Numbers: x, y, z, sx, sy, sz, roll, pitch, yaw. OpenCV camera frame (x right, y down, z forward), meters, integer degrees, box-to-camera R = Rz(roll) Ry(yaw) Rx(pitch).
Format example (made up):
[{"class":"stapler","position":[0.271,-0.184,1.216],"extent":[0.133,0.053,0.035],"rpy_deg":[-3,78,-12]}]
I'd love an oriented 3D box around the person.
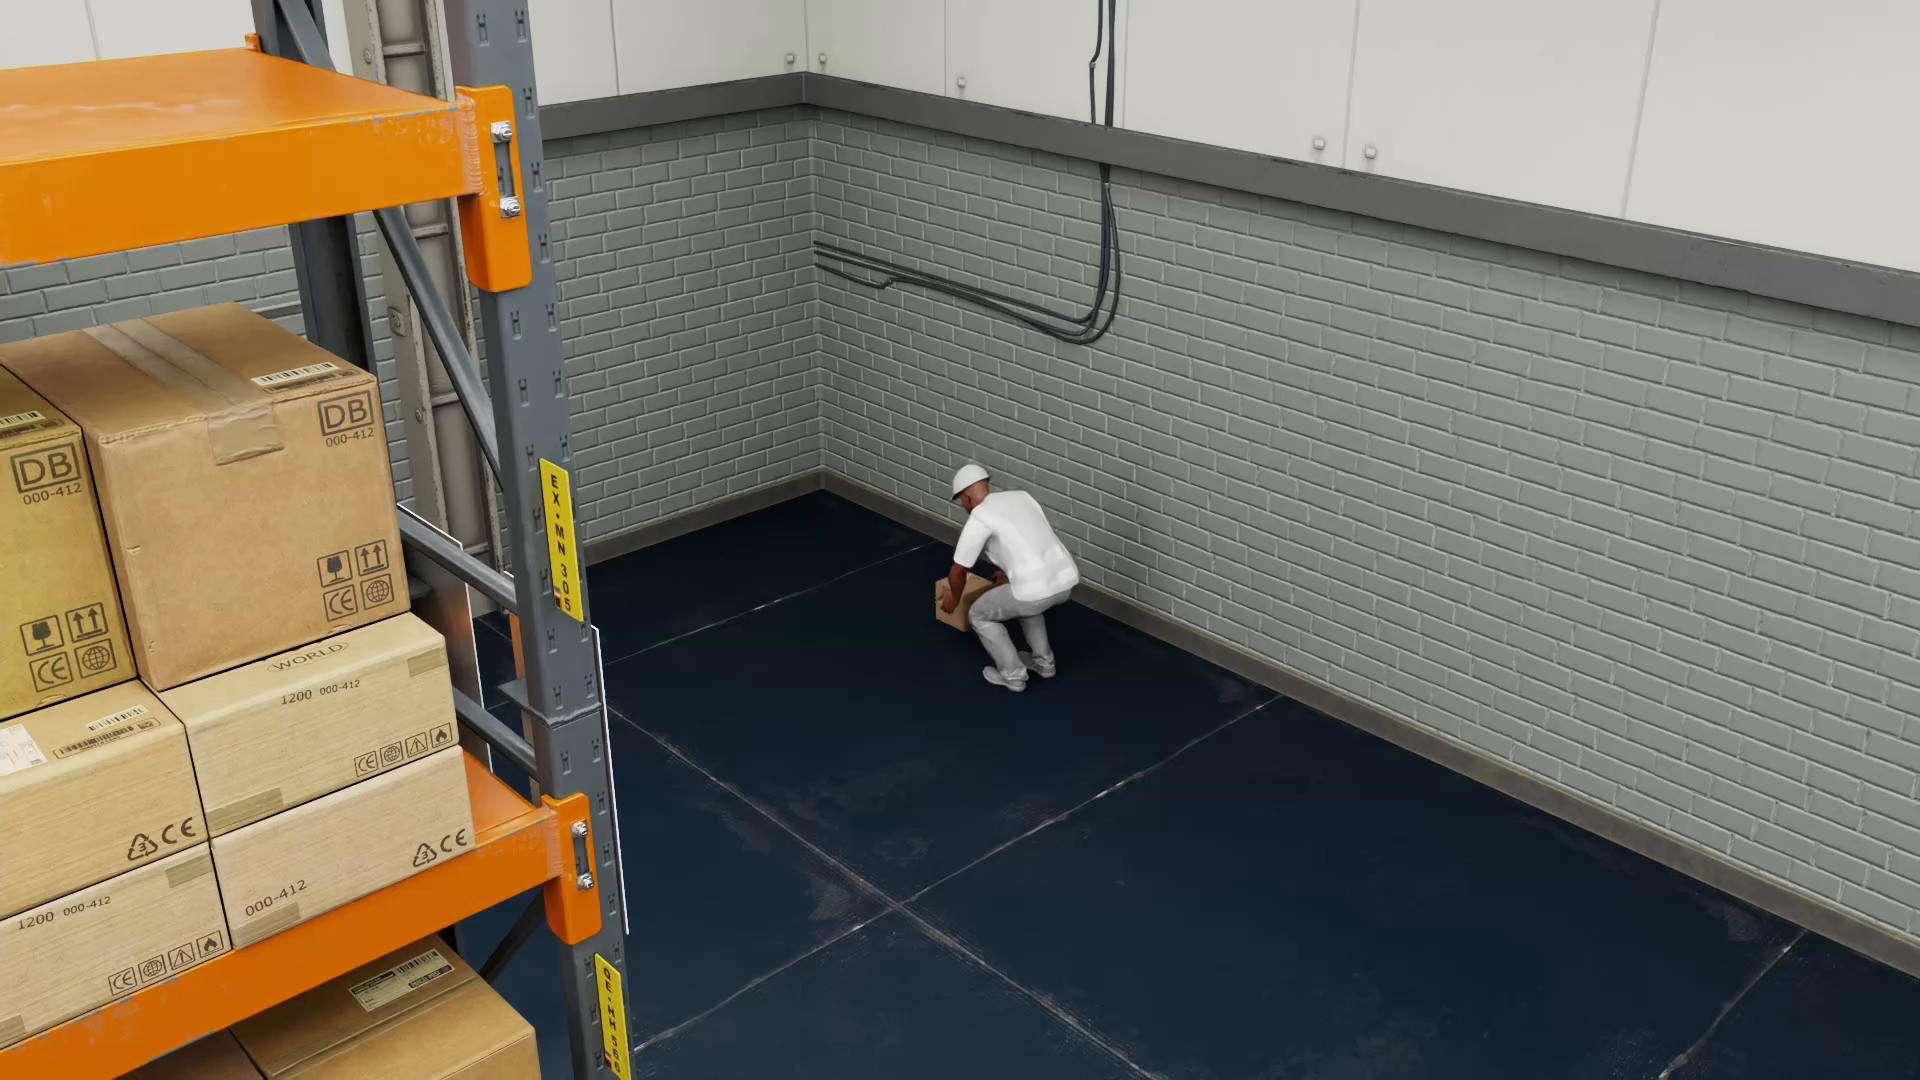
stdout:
[{"class":"person","position":[0.274,0.226,9.690],"extent":[0.626,1.260,0.823],"rpy_deg":[-21,32,-39]}]
